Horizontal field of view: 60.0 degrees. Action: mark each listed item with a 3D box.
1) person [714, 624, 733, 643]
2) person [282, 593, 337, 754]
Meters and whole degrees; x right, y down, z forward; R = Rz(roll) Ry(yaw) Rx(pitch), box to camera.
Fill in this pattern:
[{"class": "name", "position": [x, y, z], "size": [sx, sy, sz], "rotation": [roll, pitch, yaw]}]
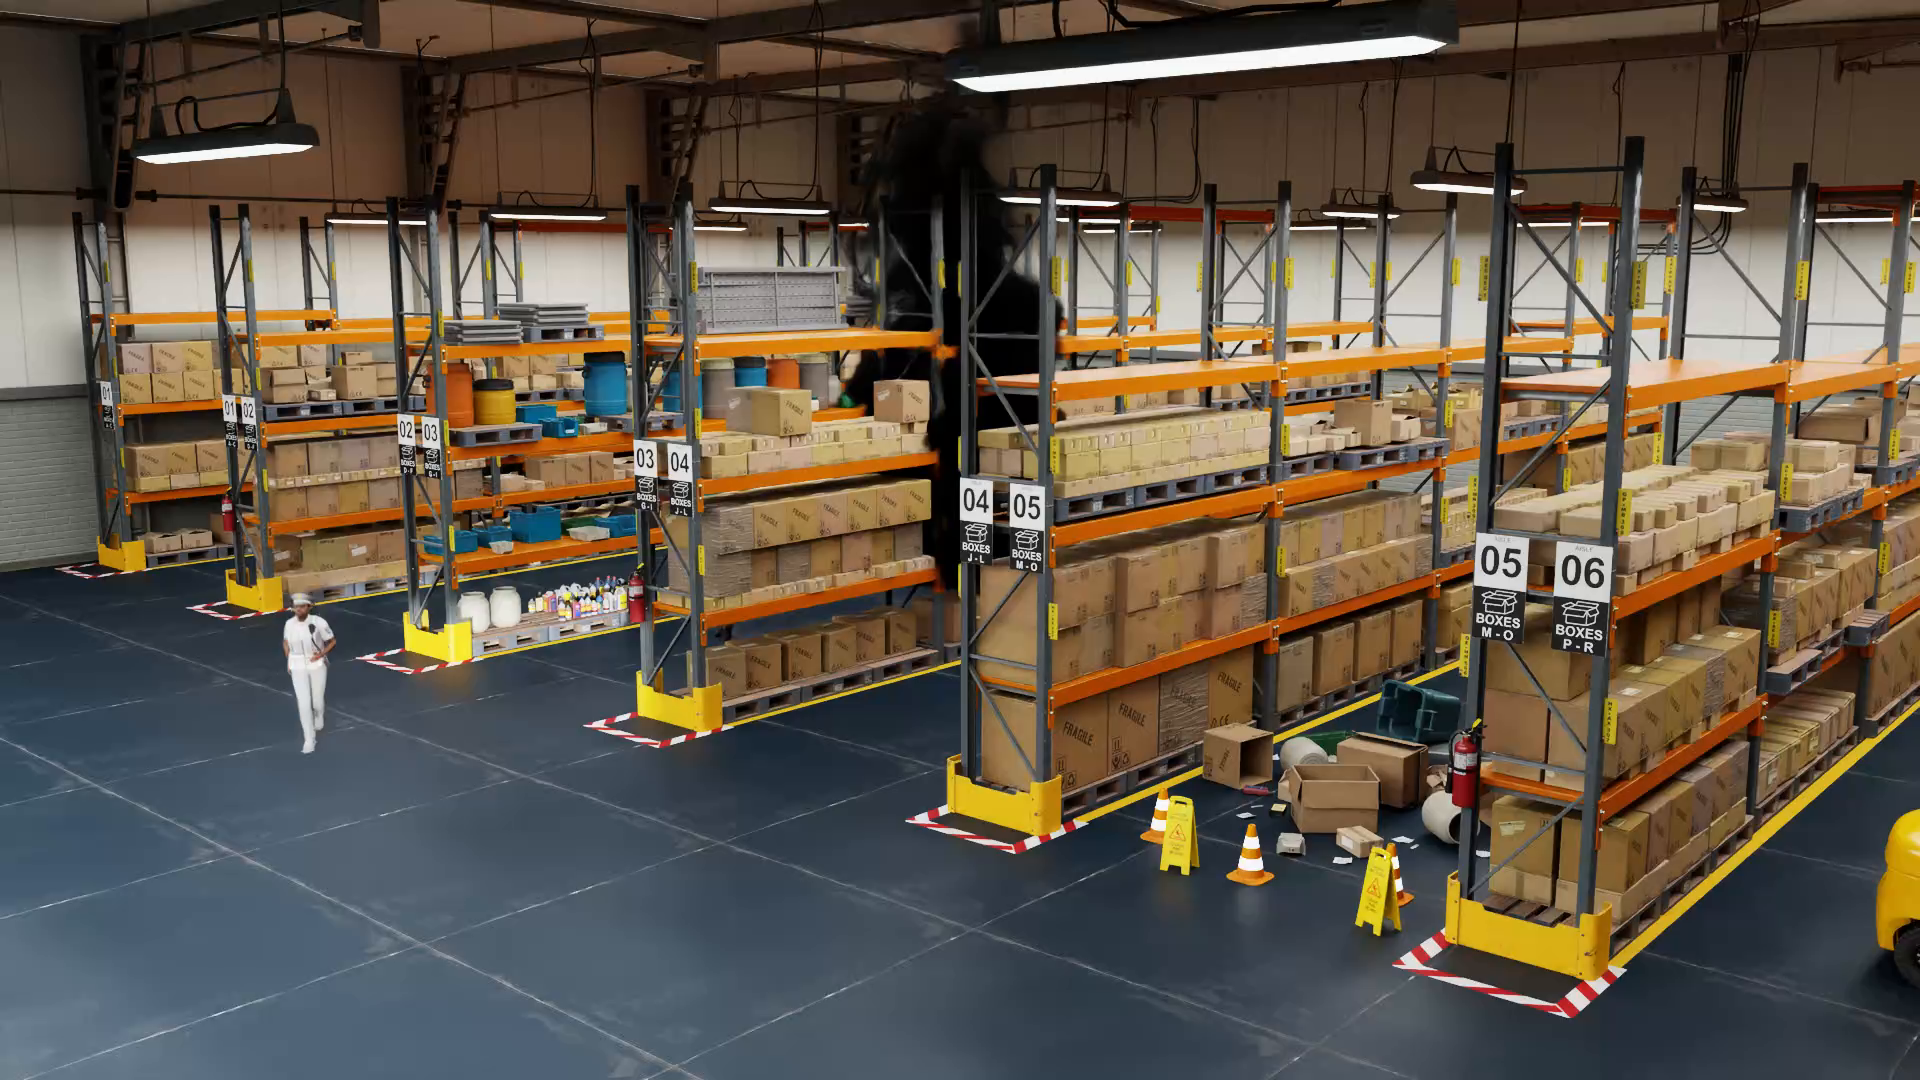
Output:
[{"class": "person", "position": [-3.178, 0.481, 21.619], "size": [0.638, 1.753, 0.647], "rotation": [5, 11, 29]}, {"class": "person", "position": [-7.009, 1.387, 17.933], "size": [0.574, 1.703, 0.773], "rotation": [-2, 10, -11]}]
